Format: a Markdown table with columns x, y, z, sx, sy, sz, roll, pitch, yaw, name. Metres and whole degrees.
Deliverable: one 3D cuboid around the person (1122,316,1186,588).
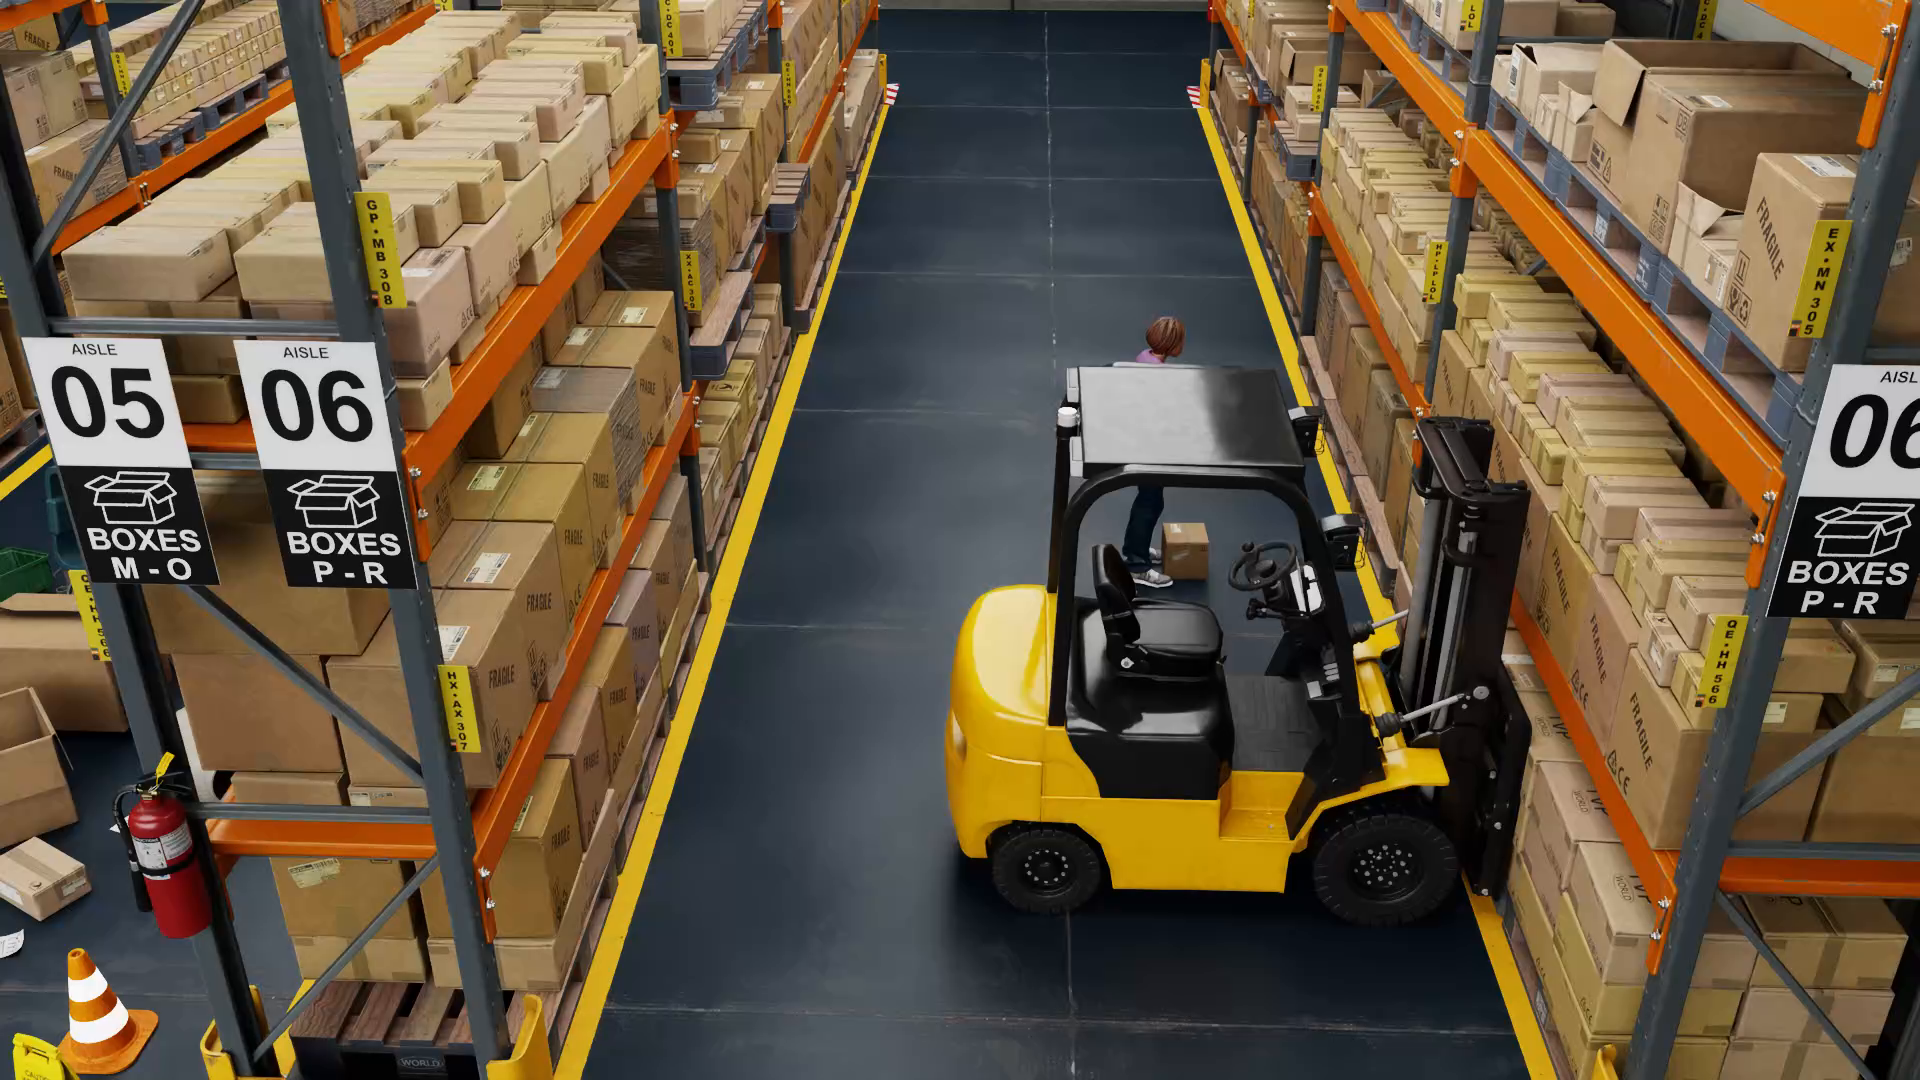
| x | y | z | sx | sy | sz | roll | pitch | yaw | name |
| --- | --- | --- | --- | --- | --- | --- | --- | --- | --- |
| 1.094 | -0.525 | 9.608 | 0.351 | 1.592 | 0.483 | -1 | 28 | -1 | person |
